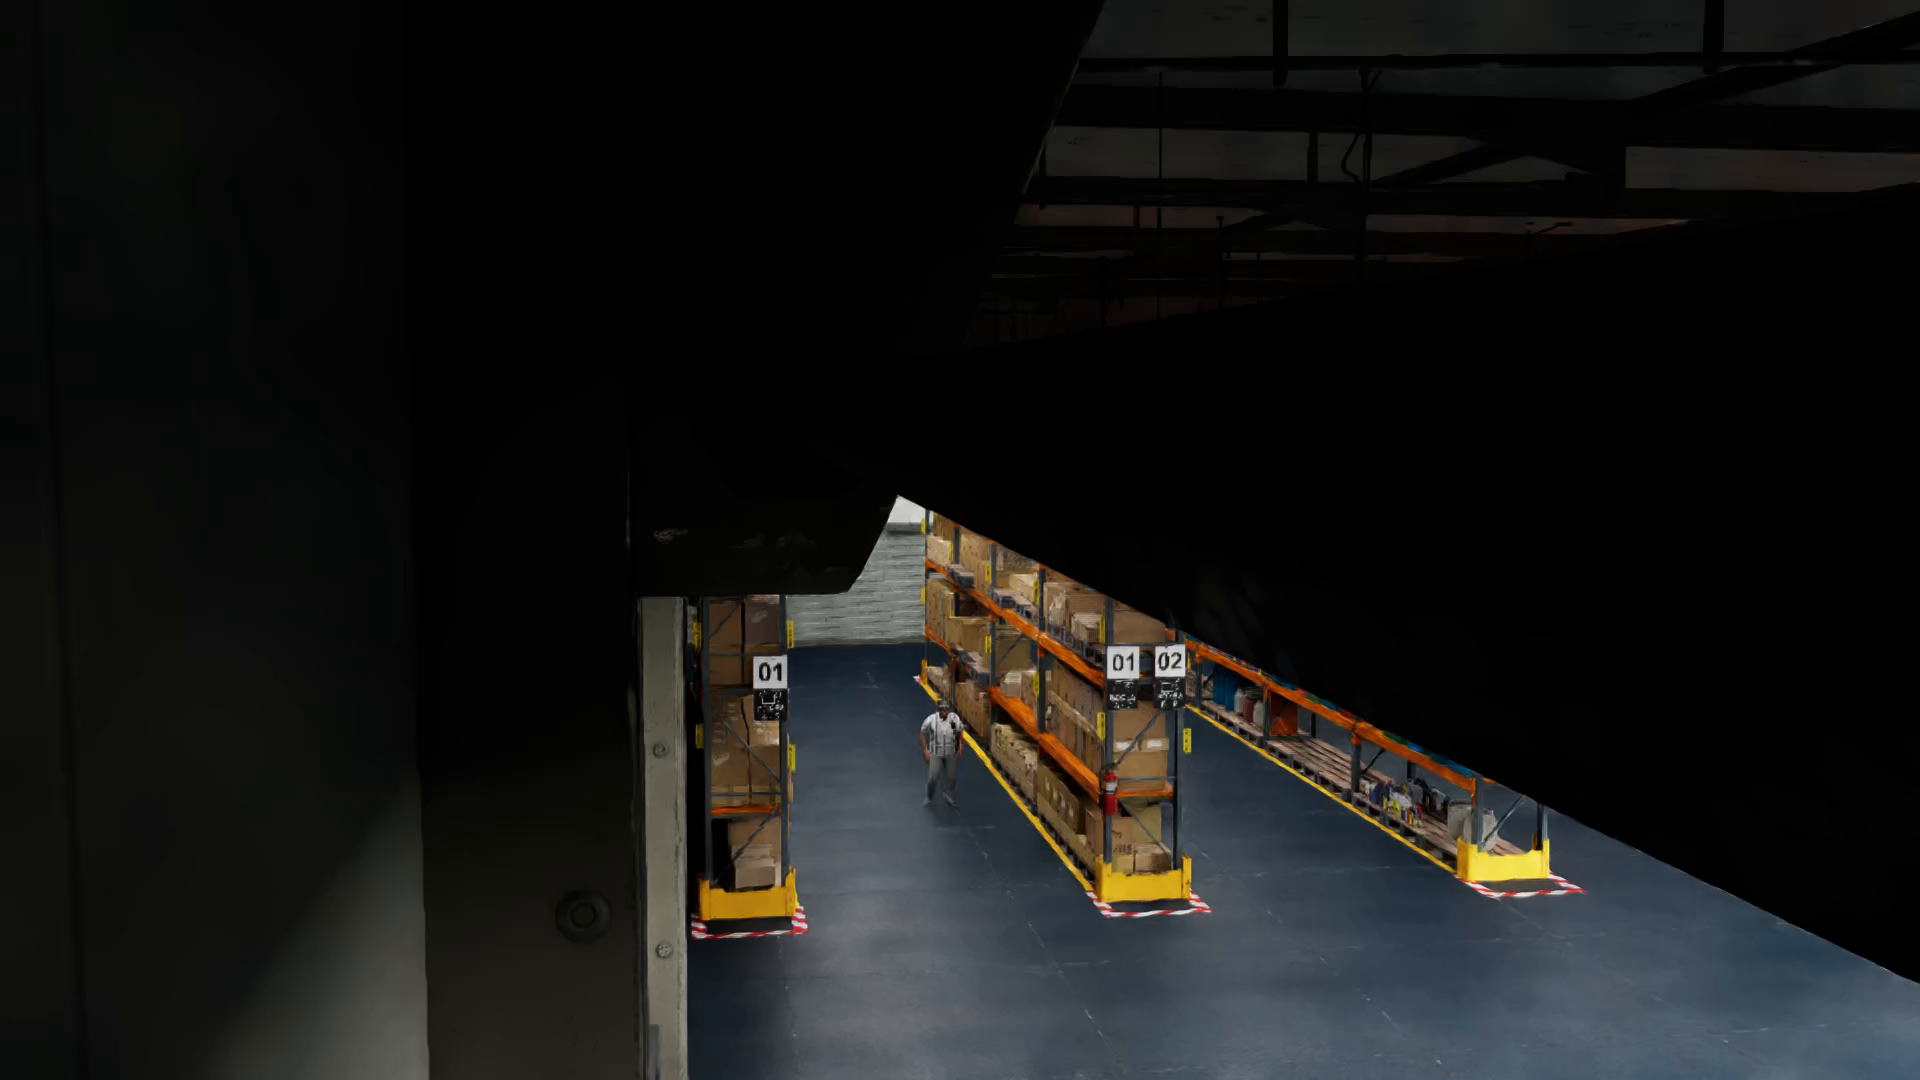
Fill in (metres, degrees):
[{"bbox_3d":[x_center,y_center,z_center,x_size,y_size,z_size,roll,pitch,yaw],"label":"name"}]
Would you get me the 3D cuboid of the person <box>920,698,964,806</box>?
[{"bbox_3d":[-0.273,3.238,25.494,0.682,1.715,0.536,-1,5,-10],"label":"person"}]
